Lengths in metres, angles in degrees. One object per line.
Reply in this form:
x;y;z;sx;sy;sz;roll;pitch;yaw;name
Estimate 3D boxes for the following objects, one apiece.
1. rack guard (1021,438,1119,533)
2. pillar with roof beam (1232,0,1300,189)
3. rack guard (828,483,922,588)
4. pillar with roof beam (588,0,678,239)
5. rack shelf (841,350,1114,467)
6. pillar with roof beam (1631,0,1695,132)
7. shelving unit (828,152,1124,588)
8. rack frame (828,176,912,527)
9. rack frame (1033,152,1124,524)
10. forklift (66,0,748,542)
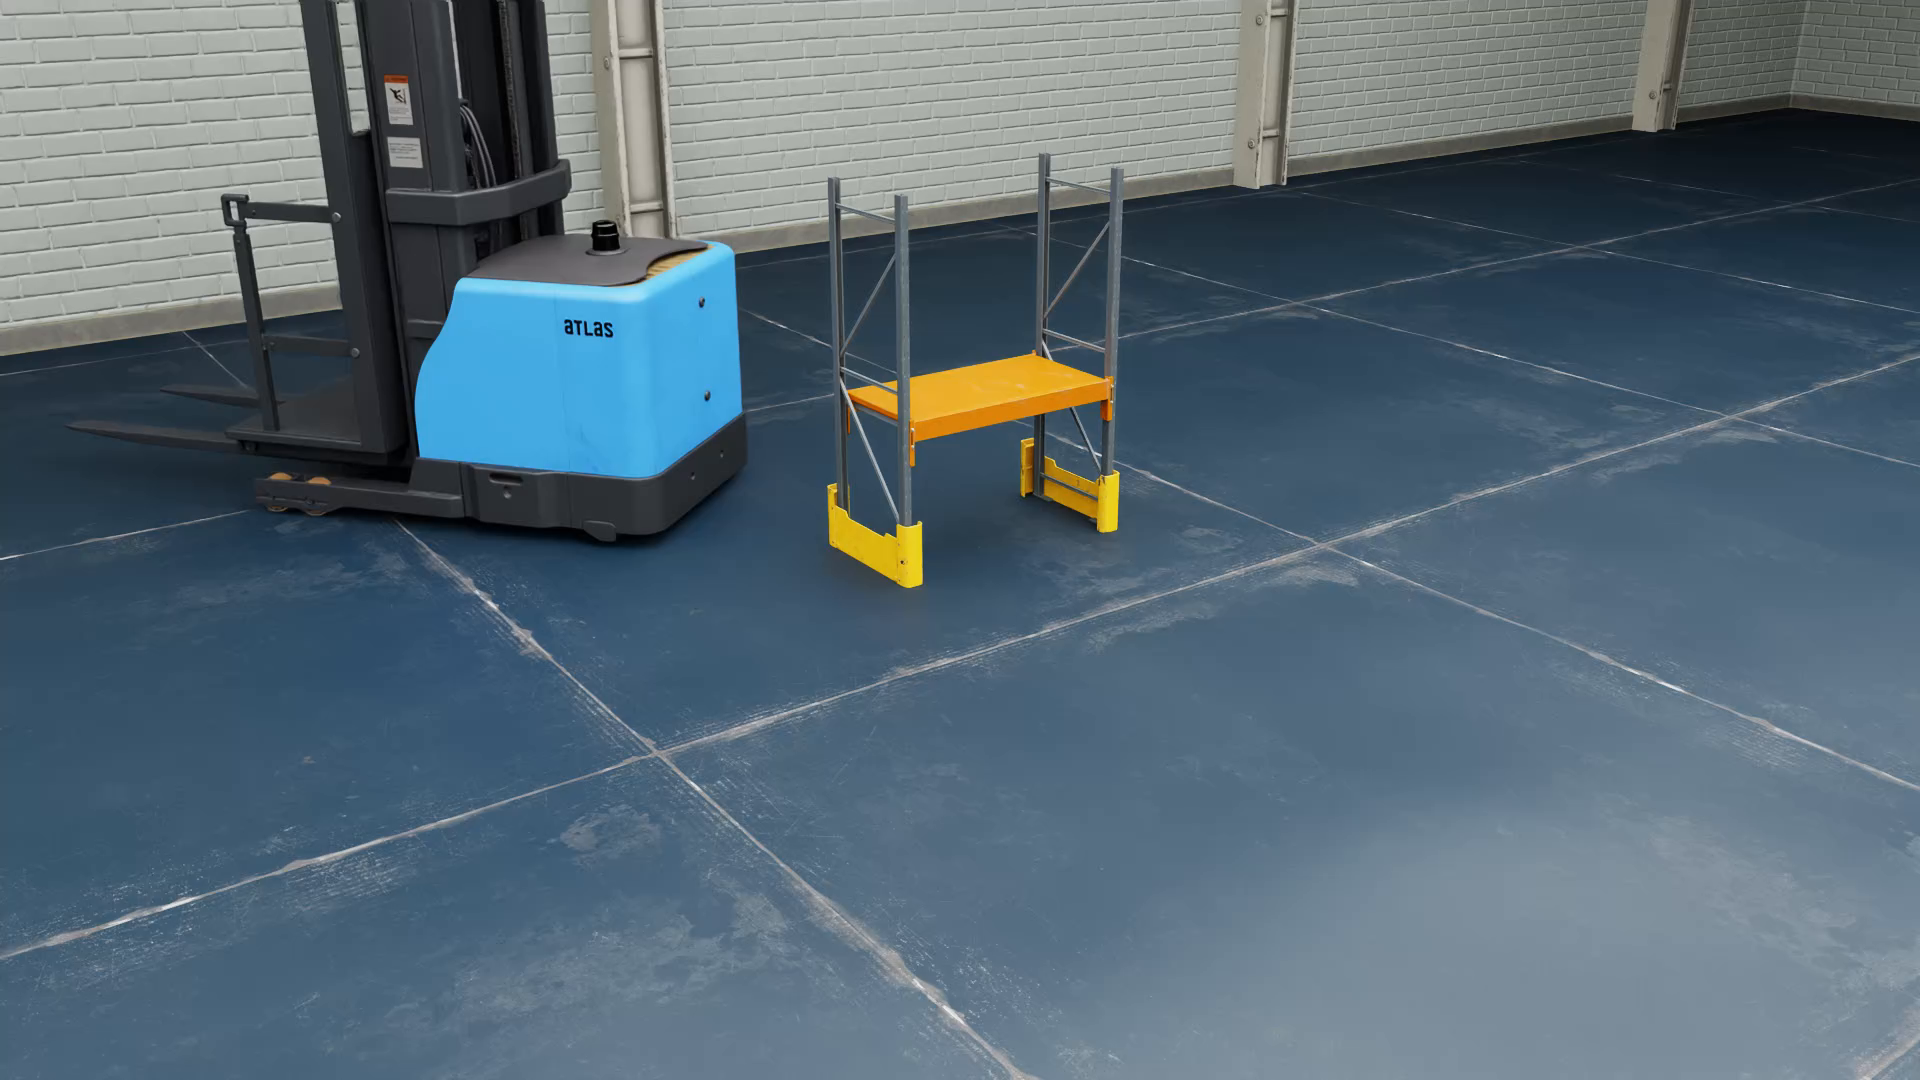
0.466;-0.240;7.162;0.087;0.250;0.587;-15;26;-33;rack guard
5.183;-6.063;9.948;0.400;9.000;9.100;-15;26;-33;pillar with roof beam
-0.342;-0.025;6.621;0.087;0.250;0.587;-15;26;-33;rack guard
0.312;-4.764;6.693;0.400;9.000;9.100;-15;26;-33;pillar with roof beam
0.069;-0.548;6.731;1.000;0.185;0.538;-15;26;-33;rack shelf
10.053;-7.361;13.202;0.400;9.000;9.100;-15;26;-33;pillar with roof beam
0.062;-0.713;6.660;1.083;1.500;0.587;-15;26;-33;shelving unit
-0.343;-0.605;6.389;0.032;1.500;0.500;-15;26;-33;rack frame
0.482;-0.825;6.940;0.032;1.500;0.500;-15;26;-33;rack frame
-2.544;-1.643;7.059;3.031;2.935;1.130;6;23;15;forklift
